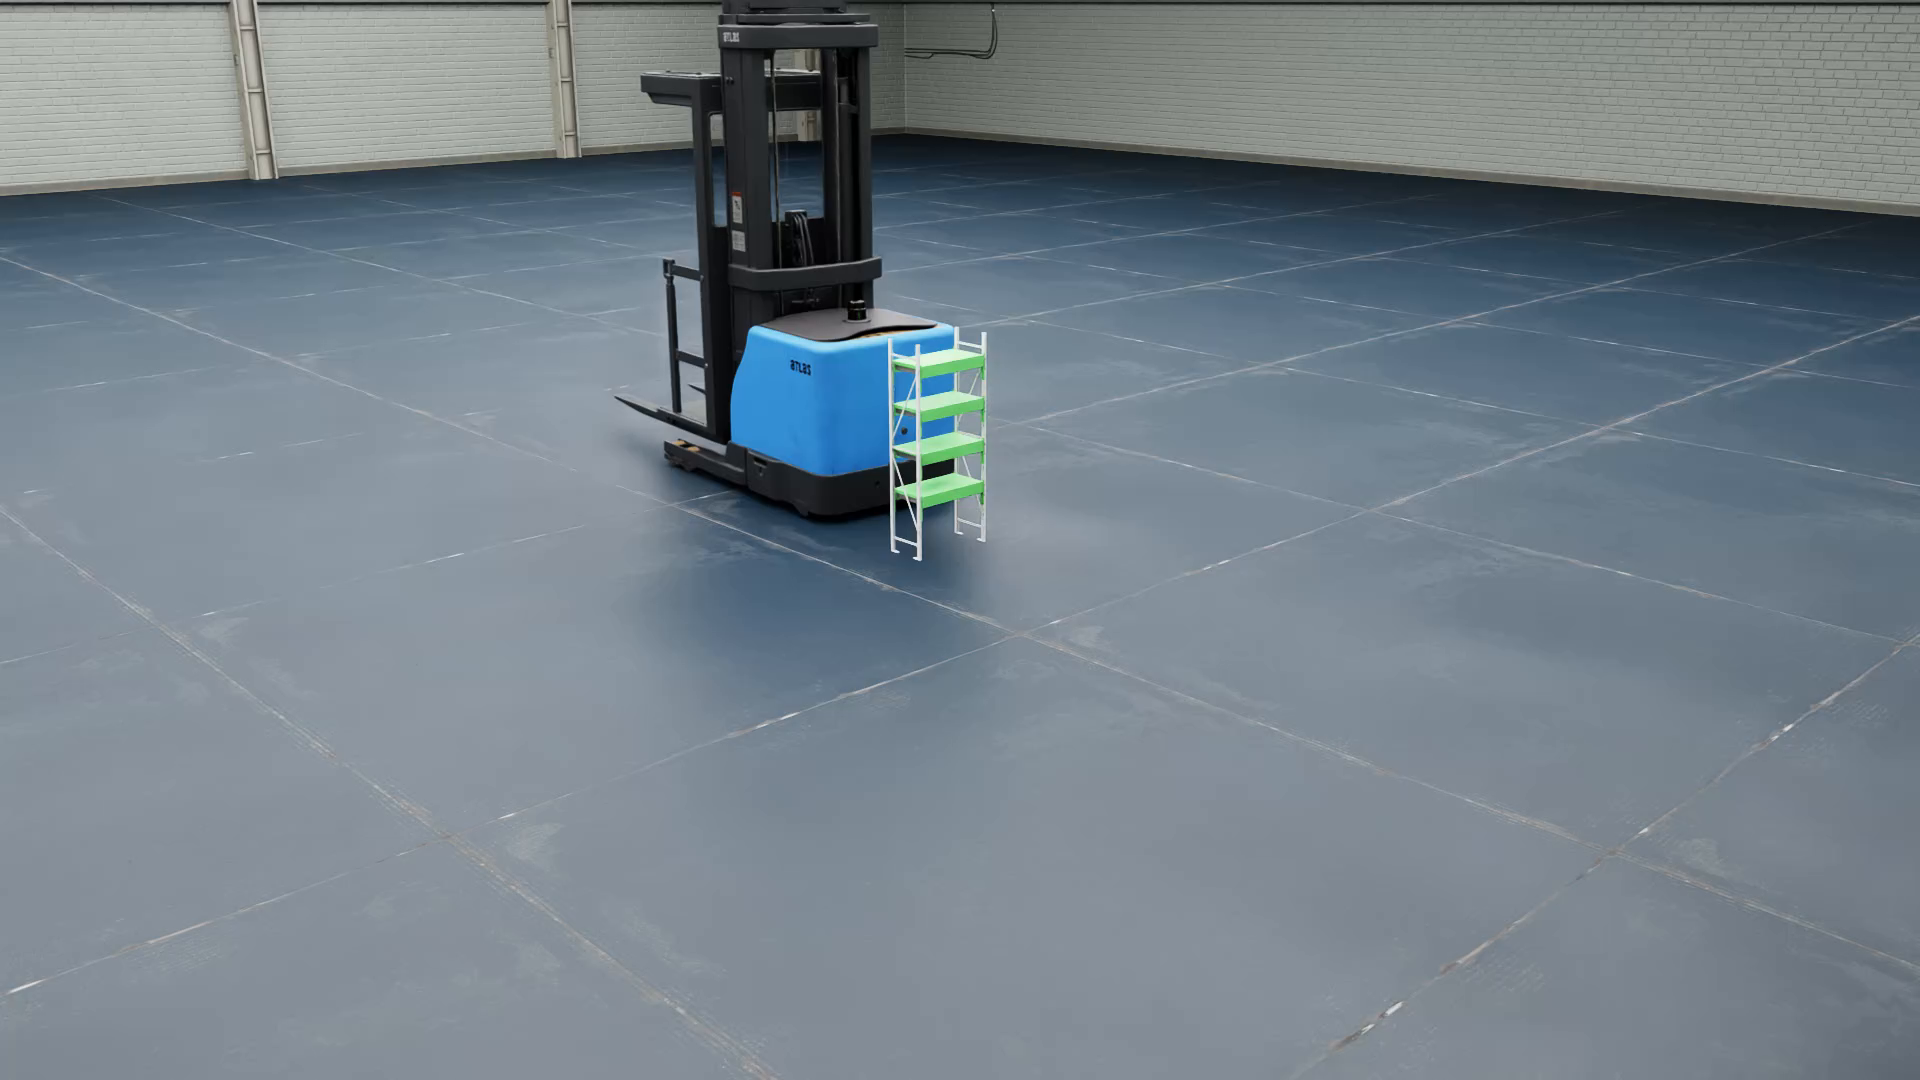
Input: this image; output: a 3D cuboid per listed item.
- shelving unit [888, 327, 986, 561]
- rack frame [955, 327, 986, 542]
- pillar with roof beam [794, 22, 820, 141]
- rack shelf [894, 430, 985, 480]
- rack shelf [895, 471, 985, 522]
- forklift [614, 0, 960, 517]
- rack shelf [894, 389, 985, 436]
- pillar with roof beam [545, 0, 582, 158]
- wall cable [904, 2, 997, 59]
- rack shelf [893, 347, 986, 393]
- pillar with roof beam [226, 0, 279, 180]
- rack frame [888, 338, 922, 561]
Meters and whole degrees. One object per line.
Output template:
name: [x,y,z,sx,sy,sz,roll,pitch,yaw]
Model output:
shelving unit: [-0.120,-0.536,9.191,0.503,1.200,0.258,-16,24,-41]
rack frame: [0.057,-0.587,9.351,0.015,1.200,0.240,-16,24,-41]
pillar with roof beam: [-0.378,-12.120,32.277,0.400,9.000,9.100,-16,24,-41]
rack shelf: [-0.120,-0.475,9.211,0.480,0.148,0.258,-16,24,-41]
rack shelf: [-0.120,-0.247,9.285,0.480,0.148,0.258,-16,24,-41]
forklift: [-1.302,-1.921,10.657,1.130,2.935,3.031,-14,22,-36]
rack shelf: [-0.120,-0.703,9.137,0.480,0.148,0.258,-16,24,-41]
pillar with roof beam: [-4.738,-10.849,28.355,0.400,9.000,9.100,-16,24,-41]
wall cable: [-0.287,-11.936,36.742,0.112,2.526,3.097,-16,24,-41]
rack shelf: [-0.120,-0.931,9.063,0.480,0.148,0.258,-16,24,-41]
pillar with roof beam: [-9.098,-9.578,24.434,0.400,9.000,9.100,-16,24,-41]
rack frame: [-0.298,-0.484,9.032,0.015,1.200,0.240,-16,24,-41]
